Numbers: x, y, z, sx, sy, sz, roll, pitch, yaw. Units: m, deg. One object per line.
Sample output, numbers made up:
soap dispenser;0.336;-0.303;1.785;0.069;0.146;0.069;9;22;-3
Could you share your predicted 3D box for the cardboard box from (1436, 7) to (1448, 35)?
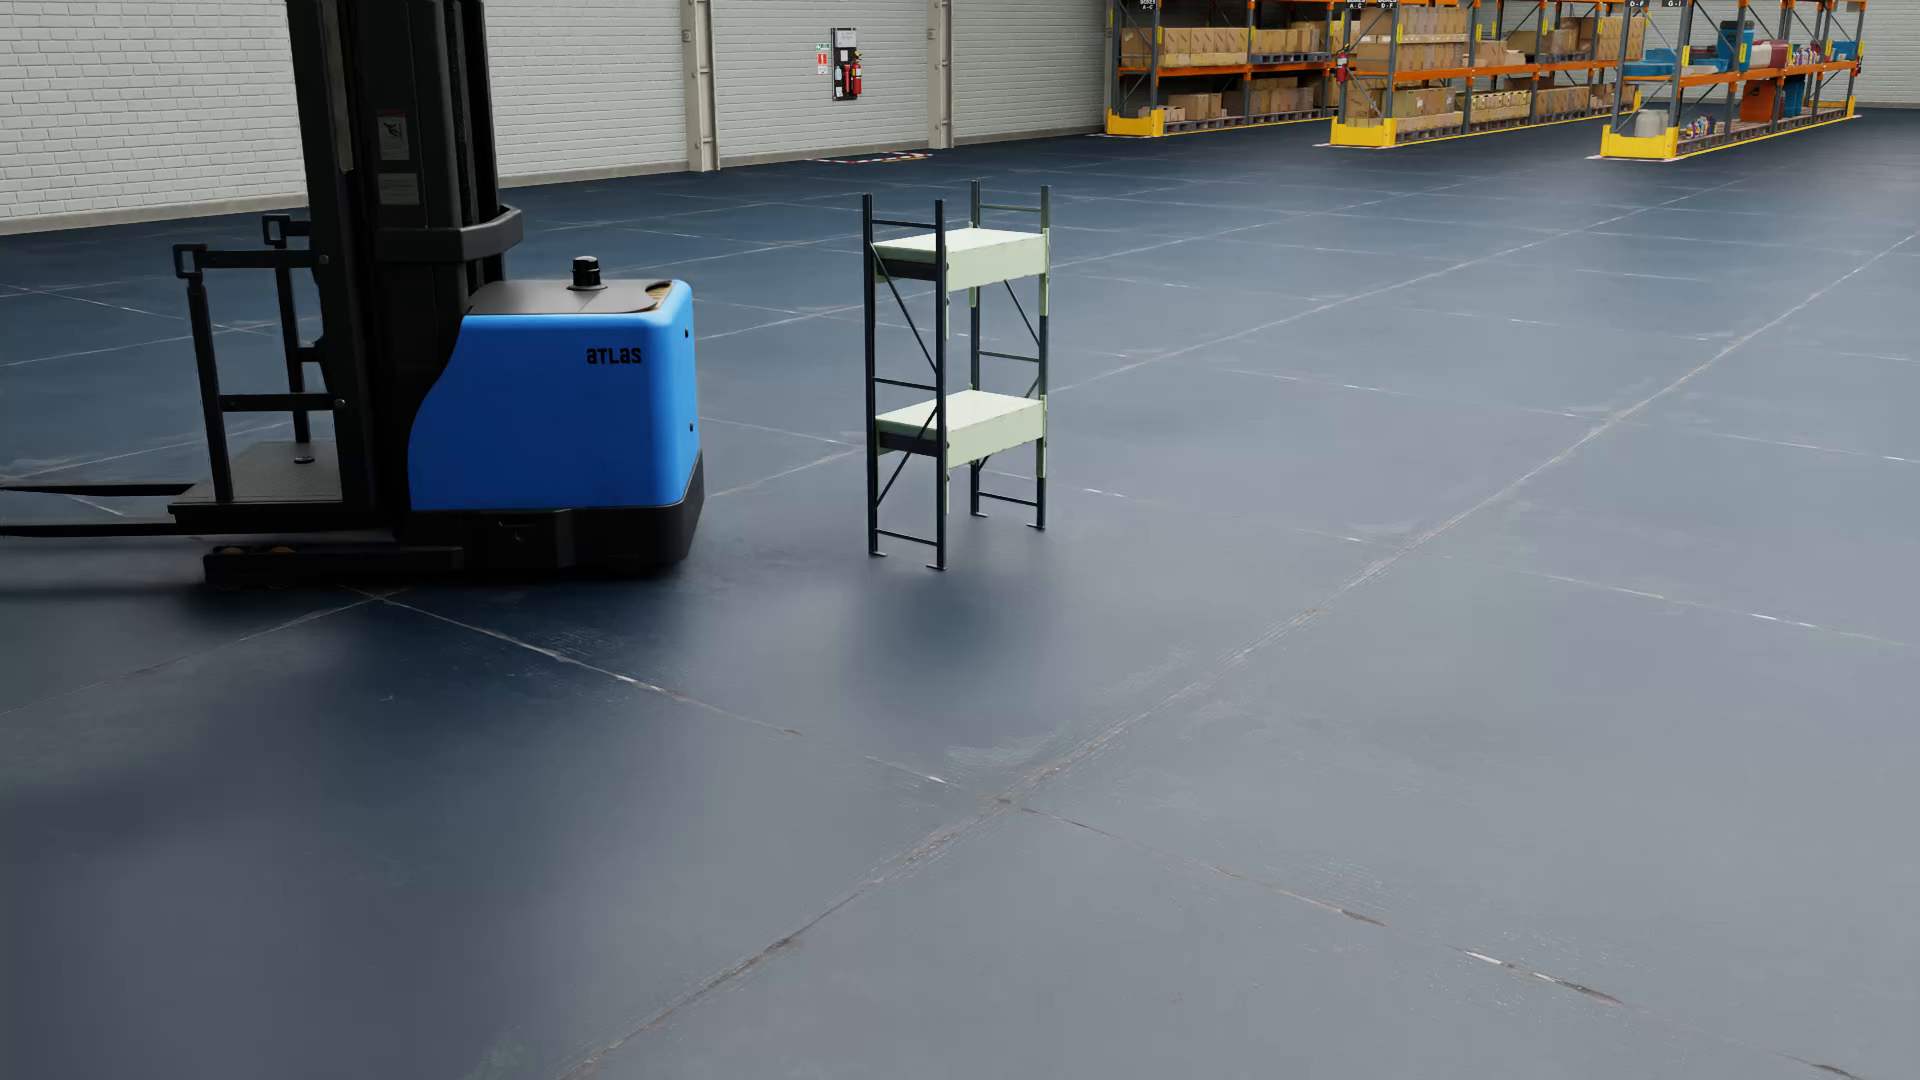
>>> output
cardboard box;9.005;-10.046;32.181;0.700;0.500;0.500;12;21;35

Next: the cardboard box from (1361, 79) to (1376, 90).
cardboard box;9.839;-11.289;41.456;0.750;0.750;0.750;13;22;36

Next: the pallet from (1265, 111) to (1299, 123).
pallet;7.071;-9.746;38.271;1.003;0.211;1.213;12;21;35

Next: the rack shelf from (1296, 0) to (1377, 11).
rack shelf;9.457;-13.118;40.584;1.077;0.370;4.000;12;21;35

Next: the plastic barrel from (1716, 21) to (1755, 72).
plastic barrel;14.312;-9.127;30.732;0.600;0.901;0.708;12;21;35

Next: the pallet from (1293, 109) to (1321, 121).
pallet;7.799;-10.035;39.203;1.003;0.211;1.213;12;21;35

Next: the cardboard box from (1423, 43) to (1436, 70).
cardboard box;8.688;-9.299;31.961;0.700;0.500;0.500;13;22;36

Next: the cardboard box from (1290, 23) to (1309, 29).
cardboard box;7.904;-11.954;38.675;0.380;0.149;0.250;9;19;26

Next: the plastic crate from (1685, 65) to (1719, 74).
plastic crate;13.075;-8.292;29.332;0.530;0.136;0.437;12;21;35

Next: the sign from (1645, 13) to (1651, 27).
sign;17.447;-13.185;42.158;0.100;0.325;0.005;12;21;35

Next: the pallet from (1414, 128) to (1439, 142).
pallet;8.629;-7.920;32.392;1.003;0.211;1.213;12;21;35

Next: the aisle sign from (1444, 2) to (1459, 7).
aisle sign;13.316;-14.664;45.023;0.394;0.787;0.004;12;21;35

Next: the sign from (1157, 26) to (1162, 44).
sign;3.935;-9.965;32.815;0.100;0.325;0.005;12;21;35

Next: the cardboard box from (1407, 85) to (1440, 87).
cardboard box;9.335;-8.916;33.561;0.500;0.500;0.500;12;21;35

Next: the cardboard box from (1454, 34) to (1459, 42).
cardboard box;9.570;-9.859;32.672;0.380;0.149;0.250;12;21;33

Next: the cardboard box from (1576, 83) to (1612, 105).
cardboard box;15.745;-11.097;41.389;0.797;0.503;0.637;12;21;35

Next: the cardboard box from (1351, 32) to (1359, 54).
cardboard box;9.377;-12.064;40.329;0.500;0.500;0.500;12;21;34

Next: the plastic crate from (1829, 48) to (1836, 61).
plastic crate;19.663;-11.058;37.893;0.437;0.282;0.530;12;21;35

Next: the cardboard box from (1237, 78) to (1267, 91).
cardboard box;6.567;-10.258;37.428;0.500;0.250;0.500;12;21;34

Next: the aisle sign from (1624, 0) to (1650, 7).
aisle sign;11.174;-9.174;27.343;0.394;0.787;0.004;12;21;35

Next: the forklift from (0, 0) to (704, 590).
forklift;-2.653;-1.362;6.689;3.031;2.935;1.130;-1;17;-4

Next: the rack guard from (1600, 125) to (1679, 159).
rack guard;11.463;-6.729;28.070;1.175;0.500;0.348;12;21;35

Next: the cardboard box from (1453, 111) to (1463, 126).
cardboard box;9.762;-8.464;33.370;0.500;0.250;0.500;12;21;35

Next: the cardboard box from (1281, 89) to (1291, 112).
cardboard box;7.205;-10.163;38.385;0.700;0.500;0.500;12;21;34

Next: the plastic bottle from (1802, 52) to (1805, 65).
plastic bottle;17.894;-10.250;35.403;0.152;0.276;0.135;12;21;35

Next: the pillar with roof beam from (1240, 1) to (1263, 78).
pillar with roof beam;10.254;-13.500;35.544;9.100;9.000;0.400;12;21;35

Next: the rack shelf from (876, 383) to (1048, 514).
rack shelf;-0.004;-0.403;7.113;0.431;0.370;0.720;12;21;35

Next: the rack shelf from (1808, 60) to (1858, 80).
rack shelf;19.797;-10.888;38.459;1.077;0.370;4.000;12;21;35

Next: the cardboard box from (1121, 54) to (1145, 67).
cardboard box;3.622;-9.731;33.740;0.500;0.250;0.500;13;21;35

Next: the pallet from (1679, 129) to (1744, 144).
pallet;14.275;-7.712;31.721;1.003;0.211;1.213;12;21;35

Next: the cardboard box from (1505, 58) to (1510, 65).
cardboard box;11.532;-10.245;35.599;0.380;0.149;0.250;14;22;39

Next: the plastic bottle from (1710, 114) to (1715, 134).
plastic bottle;13.686;-7.590;30.352;0.144;0.351;0.185;12;21;33

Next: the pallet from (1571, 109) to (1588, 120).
pallet;14.175;-10.099;39.408;1.003;0.211;1.213;12;21;35

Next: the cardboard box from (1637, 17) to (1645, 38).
cardboard box;16.969;-12.954;42.047;0.500;0.500;0.500;12;21;34

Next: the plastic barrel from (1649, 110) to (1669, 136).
plastic barrel;12.085;-7.199;28.854;0.421;0.512;0.421;0;17;0

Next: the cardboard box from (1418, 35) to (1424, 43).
cardboard box;8.500;-9.432;31.296;0.380;0.149;0.250;12;21;33

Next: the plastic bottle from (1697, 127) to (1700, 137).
plastic bottle;13.109;-7.276;29.593;0.097;0.201;0.097;0;17;0

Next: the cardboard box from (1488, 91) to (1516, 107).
cardboard box;11.524;-9.421;35.505;0.500;0.311;0.500;12;21;34

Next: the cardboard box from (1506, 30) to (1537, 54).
cardboard box;12.531;-11.096;37.042;0.700;0.500;0.500;5;18;16

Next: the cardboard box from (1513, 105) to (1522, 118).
cardboard box;11.824;-9.274;35.978;0.500;0.250;0.500;12;21;34

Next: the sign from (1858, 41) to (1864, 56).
sign;21.440;-11.692;39.562;0.100;0.325;0.005;12;21;35

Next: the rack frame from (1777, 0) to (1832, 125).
rack frame;18.605;-10.755;36.818;1.000;3.000;0.127;12;21;35

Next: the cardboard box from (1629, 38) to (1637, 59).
cardboard box;16.658;-12.353;41.795;0.500;0.500;0.500;13;21;35

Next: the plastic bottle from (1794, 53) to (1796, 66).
plastic bottle;17.381;-10.029;34.700;0.097;0.271;0.097;0;17;0

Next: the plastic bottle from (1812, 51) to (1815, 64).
plastic bottle;18.529;-10.485;36.146;0.061;0.283;0.133;12;21;35

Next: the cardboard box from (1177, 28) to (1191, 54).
cardboard box;4.327;-10.120;33.729;0.500;0.500;0.500;12;21;35

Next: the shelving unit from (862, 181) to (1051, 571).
shelving unit;-0.004;-0.715;7.016;0.431;1.500;0.755;12;21;35

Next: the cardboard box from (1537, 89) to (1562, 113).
cardboard box;13.357;-9.997;37.851;0.500;0.500;0.500;12;21;34

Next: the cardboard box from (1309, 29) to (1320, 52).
cardboard box;7.994;-11.697;38.942;0.700;0.500;0.500;10;20;28

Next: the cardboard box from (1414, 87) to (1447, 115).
cardboard box;9.160;-8.585;32.496;0.500;0.500;0.500;12;21;35

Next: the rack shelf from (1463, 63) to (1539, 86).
rack shelf;11.055;-9.858;35.145;1.077;0.370;4.000;12;21;35

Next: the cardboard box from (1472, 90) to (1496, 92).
cardboard box;11.392;-9.634;36.192;0.500;0.311;0.500;12;21;33

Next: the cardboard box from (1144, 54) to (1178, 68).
cardboard box;4.045;-9.645;33.465;0.500;0.250;0.500;12;21;33

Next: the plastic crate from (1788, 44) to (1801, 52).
plastic crate;18.610;-10.947;37.364;0.392;0.384;0.575;12;21;35

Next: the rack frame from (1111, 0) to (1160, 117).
rack frame;3.499;-9.647;33.252;1.000;3.000;0.127;12;21;35
